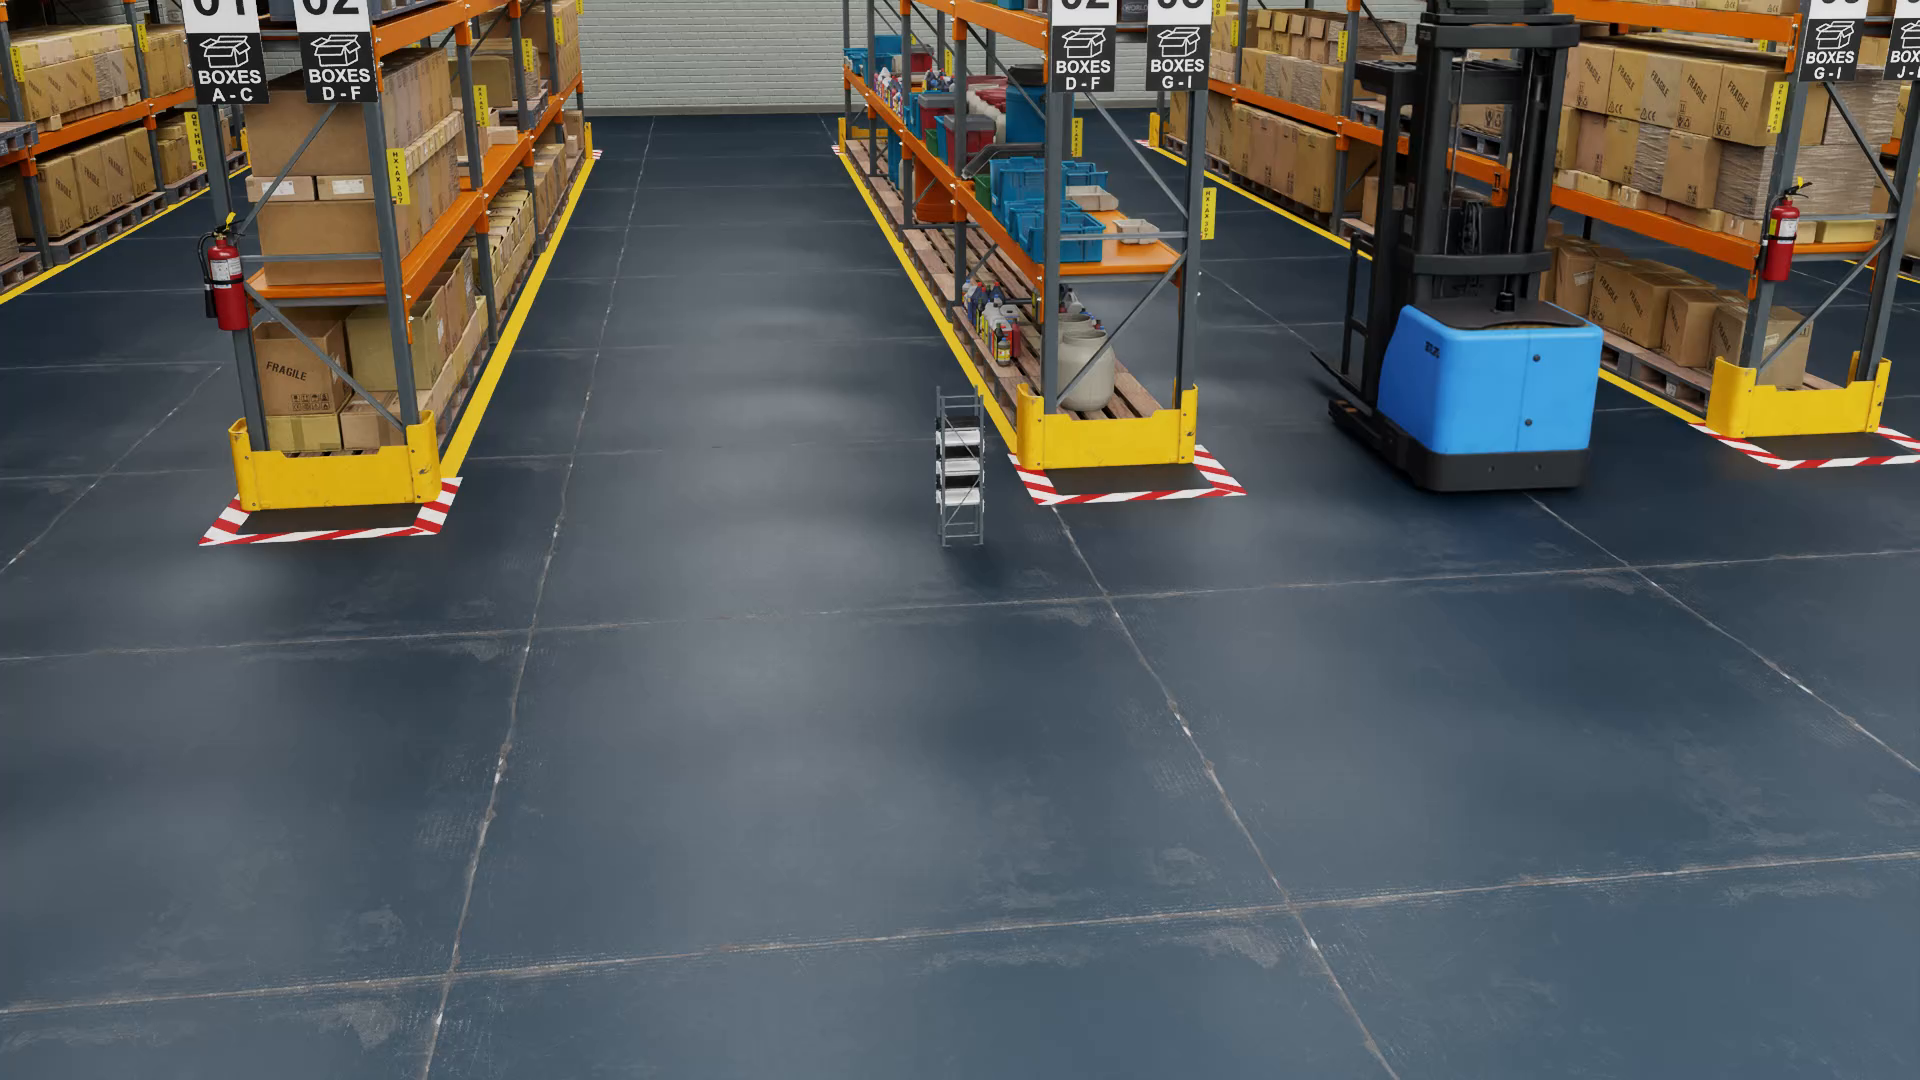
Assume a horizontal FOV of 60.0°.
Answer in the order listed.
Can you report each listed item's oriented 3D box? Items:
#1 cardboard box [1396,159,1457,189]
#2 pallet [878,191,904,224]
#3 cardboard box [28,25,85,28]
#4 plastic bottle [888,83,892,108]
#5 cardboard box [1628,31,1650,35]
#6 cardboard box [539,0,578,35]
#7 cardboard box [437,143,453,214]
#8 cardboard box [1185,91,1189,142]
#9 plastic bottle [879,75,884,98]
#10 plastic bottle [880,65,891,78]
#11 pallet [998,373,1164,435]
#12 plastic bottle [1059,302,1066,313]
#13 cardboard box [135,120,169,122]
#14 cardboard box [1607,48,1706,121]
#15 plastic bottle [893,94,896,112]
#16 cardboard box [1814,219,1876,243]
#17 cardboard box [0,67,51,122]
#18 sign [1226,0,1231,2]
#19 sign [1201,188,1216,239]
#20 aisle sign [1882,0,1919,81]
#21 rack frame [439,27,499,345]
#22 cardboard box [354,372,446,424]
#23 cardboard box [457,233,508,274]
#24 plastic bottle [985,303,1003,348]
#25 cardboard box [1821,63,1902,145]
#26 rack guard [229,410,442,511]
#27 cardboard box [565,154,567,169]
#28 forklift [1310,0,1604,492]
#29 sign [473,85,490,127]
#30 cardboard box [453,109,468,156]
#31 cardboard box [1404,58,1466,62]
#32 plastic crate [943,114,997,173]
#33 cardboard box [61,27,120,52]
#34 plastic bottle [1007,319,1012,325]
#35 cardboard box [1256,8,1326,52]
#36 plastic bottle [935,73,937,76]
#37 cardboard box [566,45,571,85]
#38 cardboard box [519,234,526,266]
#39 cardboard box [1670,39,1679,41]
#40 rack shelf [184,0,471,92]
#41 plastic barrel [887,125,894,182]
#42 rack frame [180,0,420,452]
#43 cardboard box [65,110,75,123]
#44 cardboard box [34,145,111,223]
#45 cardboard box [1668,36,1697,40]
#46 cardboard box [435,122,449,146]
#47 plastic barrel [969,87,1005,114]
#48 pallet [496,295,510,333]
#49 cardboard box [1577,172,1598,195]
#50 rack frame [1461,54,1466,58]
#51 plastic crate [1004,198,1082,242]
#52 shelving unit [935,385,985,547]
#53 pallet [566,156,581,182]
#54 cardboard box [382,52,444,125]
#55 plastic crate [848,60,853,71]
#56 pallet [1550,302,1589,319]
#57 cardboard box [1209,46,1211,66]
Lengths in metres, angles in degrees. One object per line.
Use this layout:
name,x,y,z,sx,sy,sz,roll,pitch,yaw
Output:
cardboard box,4.993,-3.920,17.795,0.500,0.250,0.500,-1,20,-2
pallet,-0.448,-4.083,20.346,1.003,0.211,1.213,-3,21,-8
cardboard box,-10.692,-5.957,19.709,0.500,0.250,0.500,-2,21,-6
plastic bottle,-0.812,-5.267,19.697,0.061,0.283,0.133,-3,21,-8
cardboard box,9.305,-6.917,23.381,0.500,0.500,0.500,-3,21,-9
cardboard box,-5.840,-7.593,24.188,0.500,0.500,0.500,-3,21,-8
cardboard box,-4.294,-2.775,12.715,0.700,0.500,0.500,-3,21,-8
cardboard box,3.930,-6.385,24.962,0.875,0.875,0.875,-3,21,-8
plastic bottle,-0.965,-5.674,20.804,0.097,0.271,0.097,0,20,0
plastic bottle,-0.961,-5.907,21.314,0.144,0.351,0.185,-3,21,-8
pallet,0.863,-0.926,11.895,1.003,0.211,1.213,-3,21,-8
plastic bottle,0.822,-1.797,13.494,0.061,0.283,0.133,-3,21,-8
cardboard box,-10.873,-5.566,22.377,0.380,0.149,0.250,-3,21,-9
cardboard box,5.399,-3.529,12.881,0.500,0.500,0.500,-3,21,-8
plastic bottle,-0.731,-5.079,19.312,0.097,0.201,0.097,0,20,0
cardboard box,6.129,-2.170,11.598,0.380,0.149,0.250,-3,21,-8
cardboard box,-9.741,-4.574,17.079,0.500,0.500,0.500,-2,21,-6
sign,4.166,-8.393,25.906,0.100,0.325,0.005,-3,21,-8
sign,1.578,-2.083,10.611,0.100,0.325,0.005,-3,21,-8
aisle sign,6.240,-3.388,10.786,0.394,0.787,0.004,-3,21,-8
rack frame,-4.446,-3.064,13.631,1.000,3.000,0.127,-3,21,-8
cardboard box,-3.803,-0.957,11.321,0.500,0.250,0.500,-3,21,-8
cardboard box,-4.326,-2.564,14.822,0.500,0.311,0.500,-3,21,-8
plastic bottle,0.277,-1.700,13.138,0.144,0.351,0.185,-2,21,-6
cardboard box,6.124,-3.036,11.560,0.500,0.500,0.500,-3,21,-8
rack guard,-3.866,-0.499,10.338,1.175,0.500,0.348,-3,21,-8
cardboard box,-5.446,-4.936,21.859,0.500,0.311,0.500,-3,21,-8
forklift,3.264,-2.148,11.277,1.130,2.935,3.031,-2,21,-6
sign,-3.897,-3.535,13.542,0.100,0.325,0.005,-3,21,-8
cardboard box,-4.617,-3.559,14.816,0.500,0.500,0.500,-1,21,-4
cardboard box,5.077,-4.817,17.584,0.700,0.500,0.500,0,20,0
plastic crate,0.083,-3.494,14.693,0.402,0.464,0.583,-3,21,-8
cardboard box,-10.116,-5.803,19.297,0.500,0.250,0.500,-2,21,-7
plastic bottle,0.390,-1.651,13.221,0.097,0.201,0.097,0,20,0
cardboard box,4.304,-6.628,21.598,0.797,0.503,0.637,-3,21,-9
plastic bottle,-0.268,-5.777,21.074,0.152,0.276,0.135,-3,21,-8
cardboard box,-5.550,-6.421,22.478,0.500,0.500,0.500,-3,21,-8
cardboard box,-4.558,-2.835,16.348,0.500,0.250,0.500,-2,21,-7
cardboard box,8.916,-6.297,21.198,0.380,0.149,0.250,-2,21,-6
rack shelf,-4.158,-3.439,11.378,1.077,0.370,4.000,-3,21,-8
plastic barrel,-0.636,-5.106,21.500,0.600,0.901,0.708,-3,21,-8
rack frame,-3.870,-1.679,9.923,1.000,3.000,0.127,-3,21,-8
cardboard box,-9.956,-4.659,18.233,0.380,0.149,0.250,-3,21,-7
cardboard box,-10.020,-3.952,18.482,0.750,0.750,0.750,-3,21,-8
cardboard box,9.491,-6.502,21.746,0.380,0.149,0.250,-3,21,-8
cardboard box,-4.082,-3.064,12.562,0.380,0.149,0.250,-3,21,-8
plastic barrel,0.300,-4.258,16.670,0.421,0.512,0.421,0,20,0
pallet,-4.591,-2.010,14.797,1.003,0.211,1.213,-3,21,-8
cardboard box,5.295,-2.923,13.614,0.380,0.149,0.250,-3,21,-8
rack frame,8.550,-7.932,26.666,1.000,3.000,0.127,-3,21,-8
plastic crate,0.576,-2.241,11.641,0.499,0.251,0.408,-3,21,-8
shelving unit,-0.001,-0.424,9.566,0.258,0.900,0.210,-3,21,-8
pallet,-5.877,-5.188,23.306,1.003,0.211,1.213,-3,21,-8
cardboard box,-4.302,-3.390,12.508,0.700,0.500,0.500,-3,21,-8
plastic crate,-1.502,-6.919,24.246,0.250,0.136,0.298,-3,21,-8
pallet,5.489,-2.025,14.836,1.003,0.211,1.213,-3,21,-8
cardboard box,3.730,-6.896,23.682,0.500,0.250,0.500,-2,21,-7
